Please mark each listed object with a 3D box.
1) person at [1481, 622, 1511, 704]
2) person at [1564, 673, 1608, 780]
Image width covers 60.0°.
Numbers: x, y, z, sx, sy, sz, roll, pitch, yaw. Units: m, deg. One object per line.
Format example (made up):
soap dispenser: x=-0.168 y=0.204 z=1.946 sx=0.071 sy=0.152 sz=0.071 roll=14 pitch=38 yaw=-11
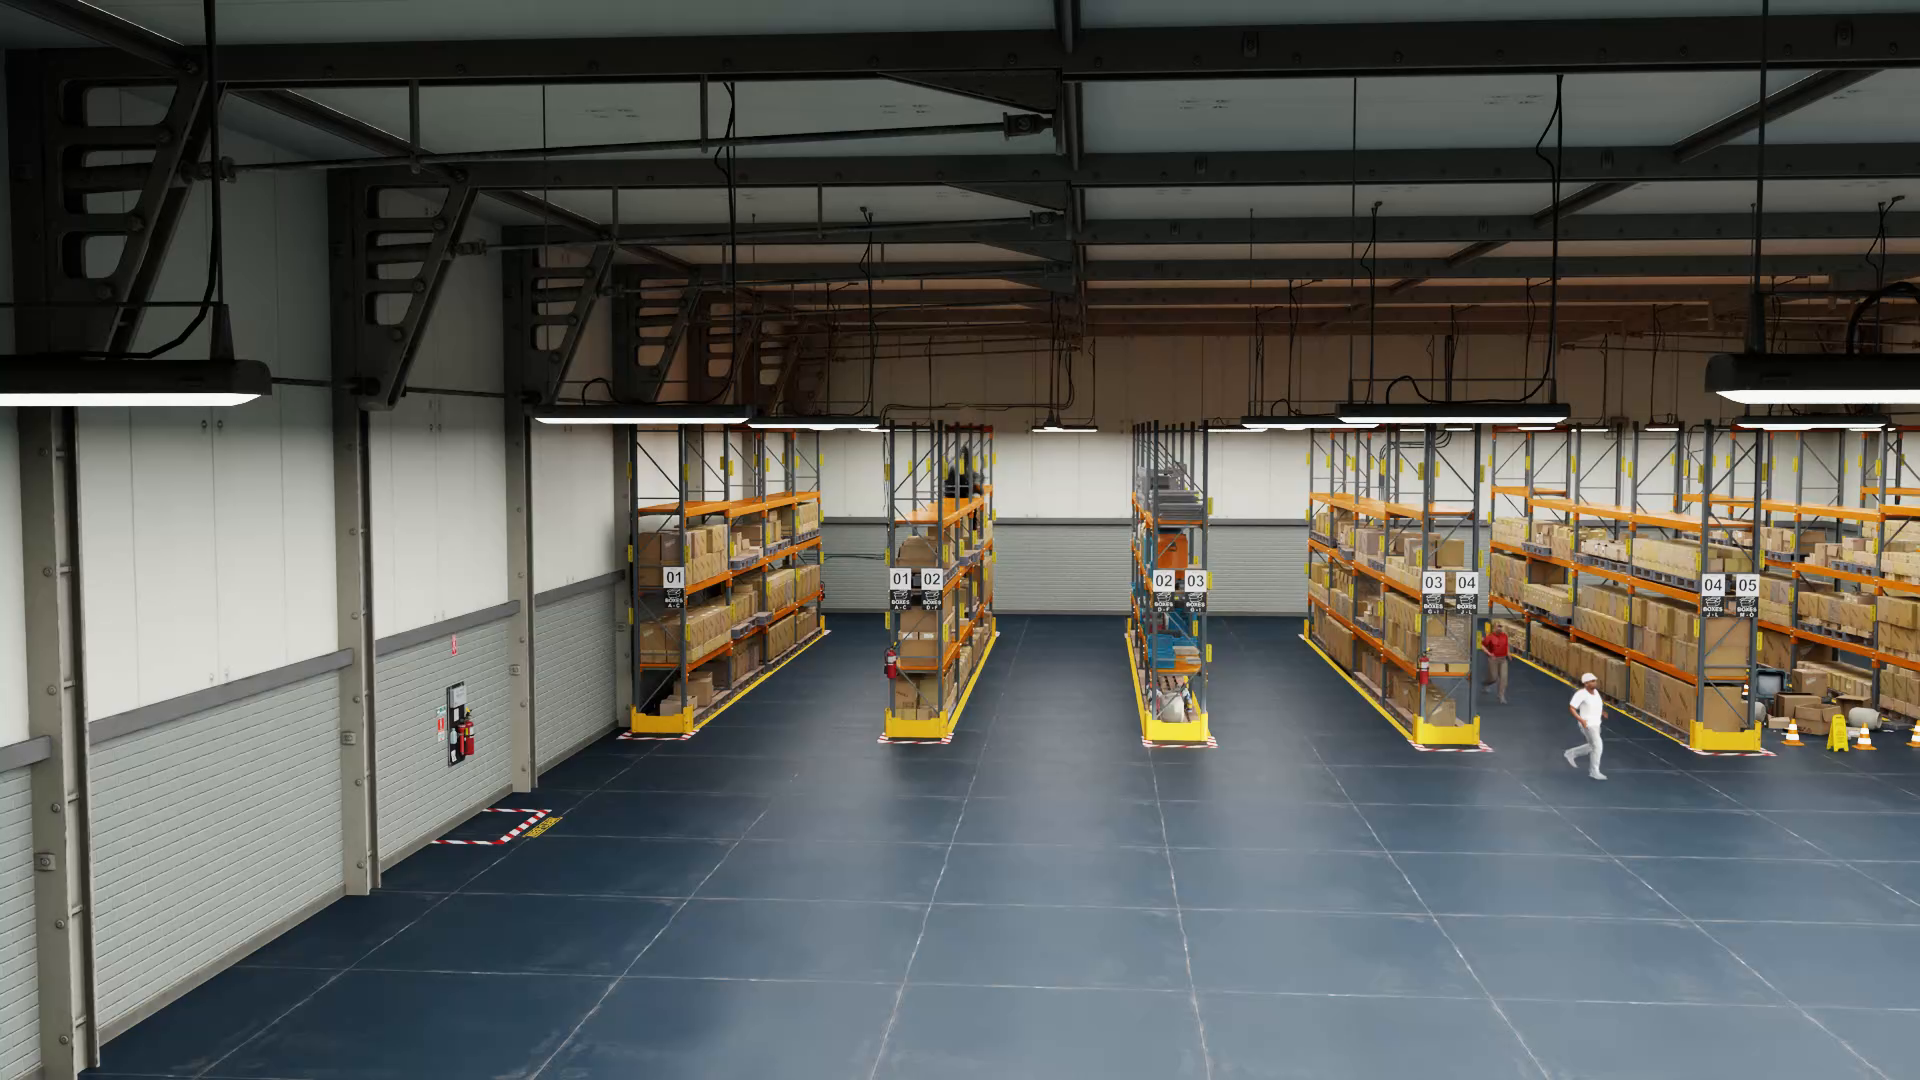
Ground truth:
person: x=11.535 y=2.619 z=35.740 sx=0.675 sy=1.716 sz=0.851 roll=-1 pitch=4 yaw=-9
person: x=10.505 y=3.095 z=27.862 sx=0.691 sy=1.756 sz=0.770 roll=-3 pitch=5 yaw=-43
